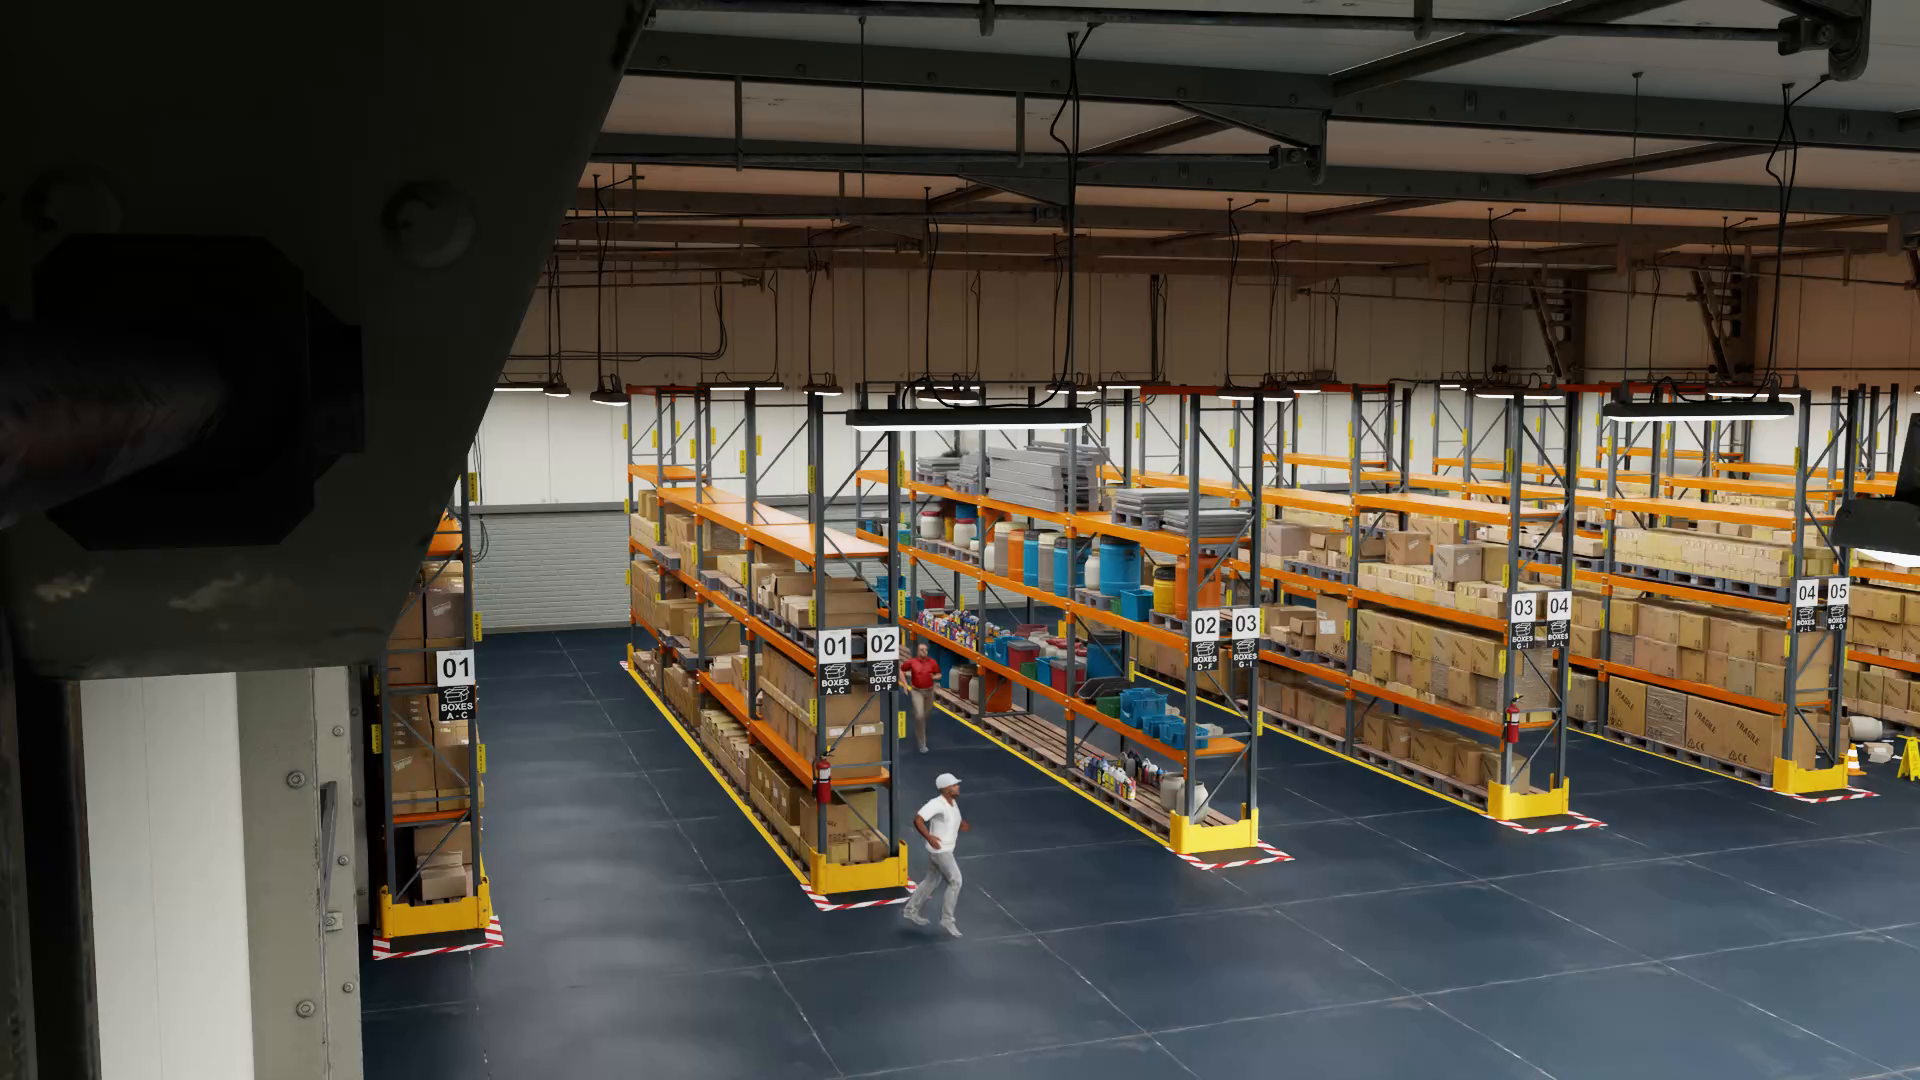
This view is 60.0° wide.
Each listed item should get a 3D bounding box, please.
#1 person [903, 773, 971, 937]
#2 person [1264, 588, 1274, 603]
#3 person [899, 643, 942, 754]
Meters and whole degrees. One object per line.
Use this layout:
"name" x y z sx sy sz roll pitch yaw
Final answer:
"person" -0.254 3.528 18.819 0.761 1.816 0.680 1 6 9
"person" 7.820 1.213 41.613 0.701 1.731 0.743 3 7 30
"person" -0.628 2.602 27.737 0.649 1.771 0.885 -2 6 -23
